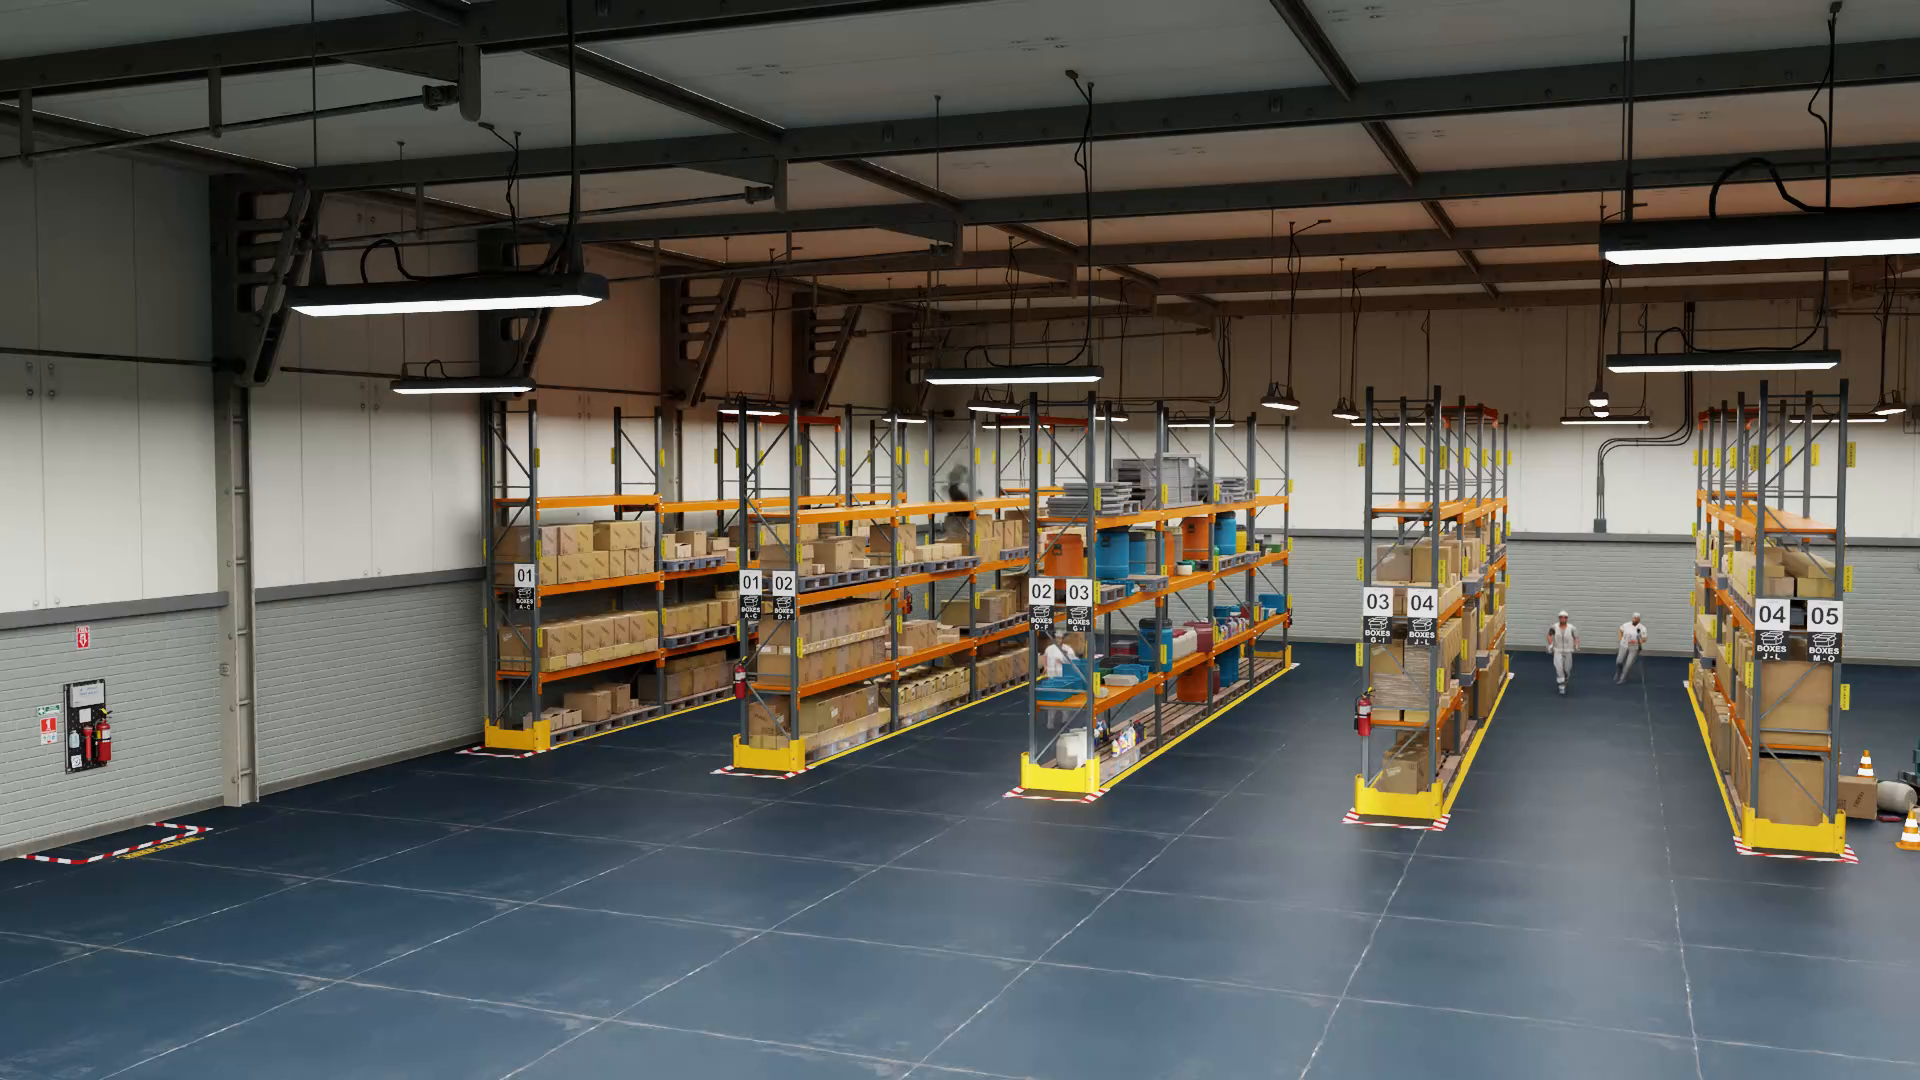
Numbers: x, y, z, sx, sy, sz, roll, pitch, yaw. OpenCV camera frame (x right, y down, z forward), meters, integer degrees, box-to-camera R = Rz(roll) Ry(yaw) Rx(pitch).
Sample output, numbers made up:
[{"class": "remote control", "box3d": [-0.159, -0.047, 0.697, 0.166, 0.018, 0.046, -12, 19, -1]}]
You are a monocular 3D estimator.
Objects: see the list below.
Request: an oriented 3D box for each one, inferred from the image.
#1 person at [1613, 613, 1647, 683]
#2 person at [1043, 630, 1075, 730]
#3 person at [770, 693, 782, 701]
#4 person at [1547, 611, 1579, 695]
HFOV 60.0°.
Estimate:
[{"class": "person", "box3d": [14.773, 2.393, 36.678, 0.693, 1.586, 0.589, 2, 3, 31]}, {"class": "person", "box3d": [1.838, 2.578, 30.953, 0.646, 1.822, 0.888, 1, 3, 13]}, {"class": "person", "box3d": [-3.345, 2.668, 30.524, 0.561, 1.678, 0.620, 1, 3, 19]}, {"class": "person", "box3d": [12.850, 2.386, 35.469, 0.639, 1.755, 0.831, 1, 3, 19]}]
